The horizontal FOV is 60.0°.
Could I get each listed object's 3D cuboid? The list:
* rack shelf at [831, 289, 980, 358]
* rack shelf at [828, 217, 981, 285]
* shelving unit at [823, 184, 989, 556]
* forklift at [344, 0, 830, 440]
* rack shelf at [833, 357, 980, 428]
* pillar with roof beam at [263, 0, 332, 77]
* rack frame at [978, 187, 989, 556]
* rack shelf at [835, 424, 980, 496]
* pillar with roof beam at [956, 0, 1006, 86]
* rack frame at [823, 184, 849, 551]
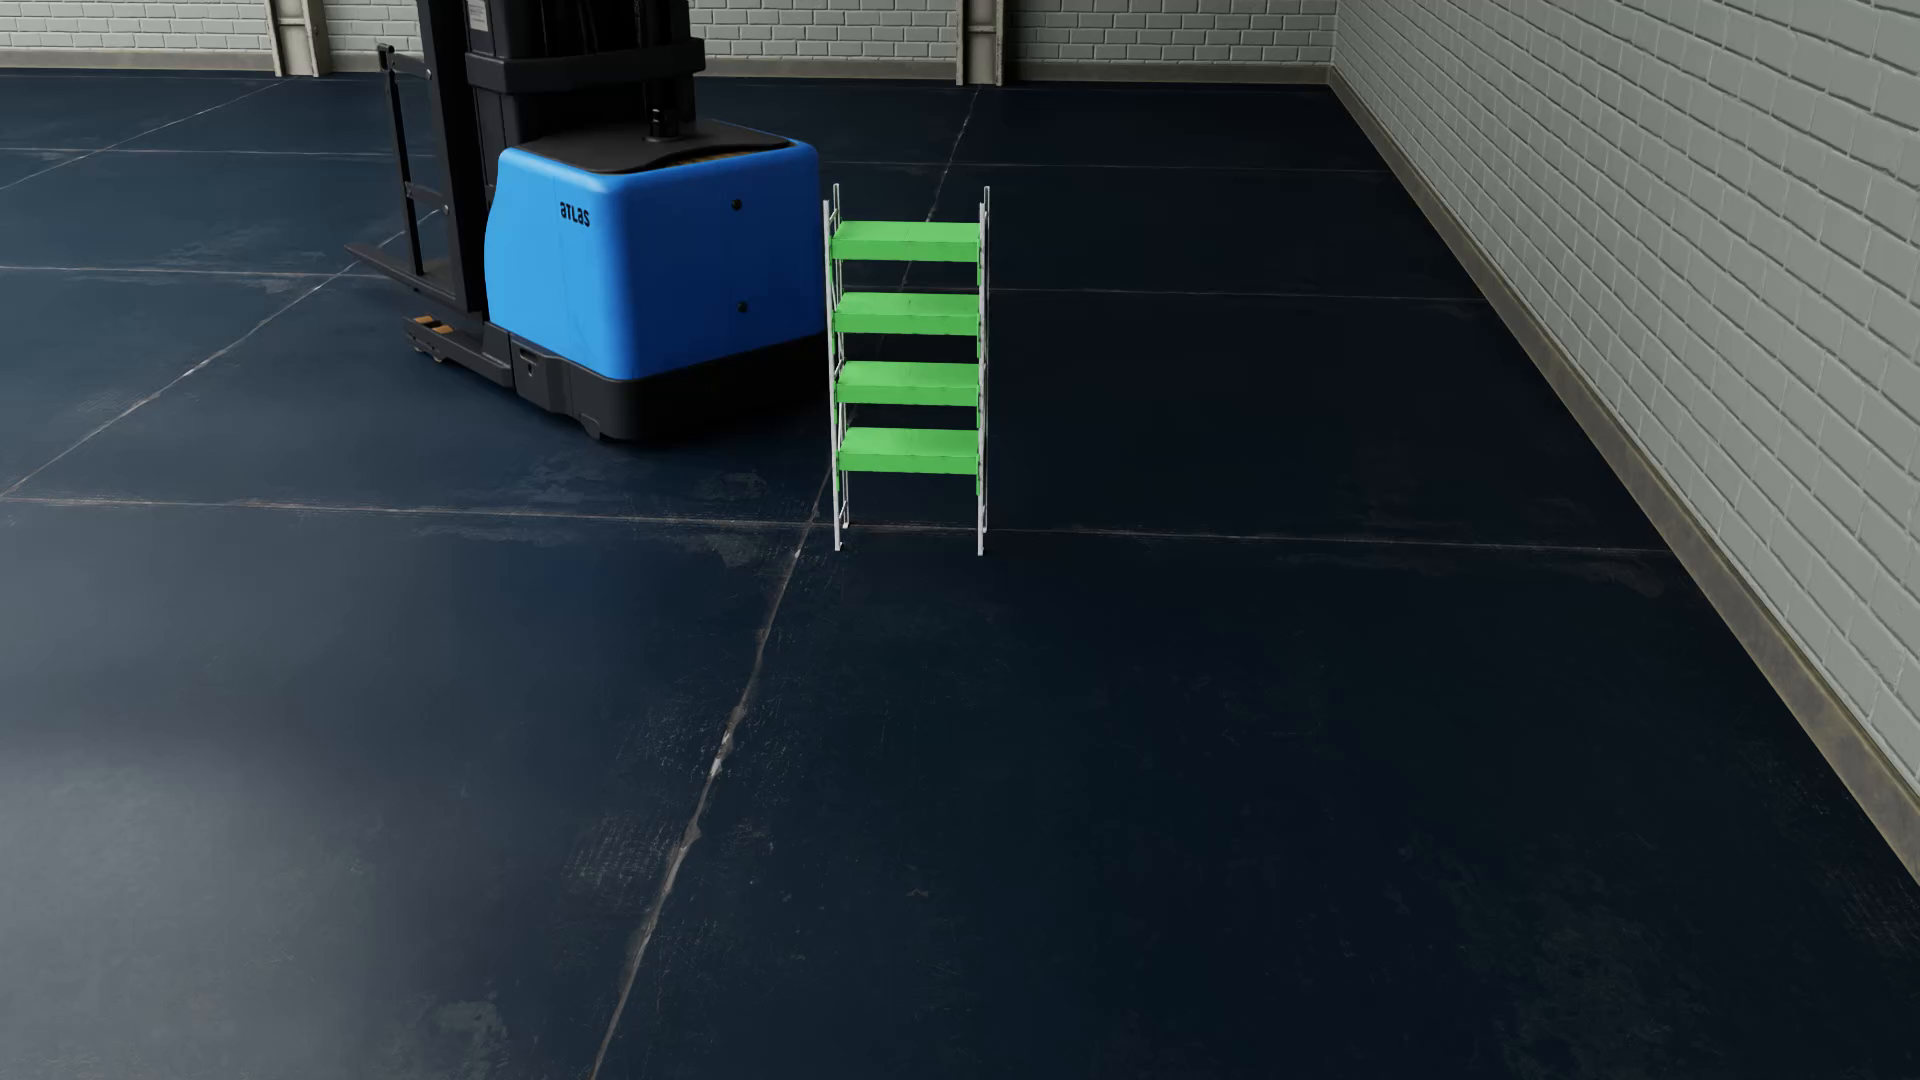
[{"bbox_3d":[-0.165,-0.710,5.437,0.480,0.148,0.258,2,25,4],"label":"rack shelf"},{"bbox_3d":[-0.165,-0.928,5.337,0.480,0.148,0.258,2,25,4],"label":"rack shelf"},{"bbox_3d":[-0.165,-0.550,5.511,0.503,1.200,0.258,2,25,4],"label":"shelving unit"},{"bbox_3d":[-1.895,-2.252,7.138,1.130,2.935,3.031,-20,32,-37],"label":"forklift"},{"bbox_3d":[-0.165,-0.492,5.537,0.480,0.148,0.258,2,25,4],"label":"rack shelf"},{"bbox_3d":[-6.133,-6.426,8.950,0.400,9.000,9.100,2,25,4],"label":"pillar with roof beam"},{"bbox_3d":[0.078,-0.543,5.494,0.015,1.200,0.240,2,25,4],"label":"rack frame"},{"bbox_3d":[-0.165,-0.274,5.638,0.480,0.148,0.258,2,25,4],"label":"rack shelf"},{"bbox_3d":[-0.151,-6.234,8.533,0.400,9.000,9.100,2,25,4],"label":"pillar with roof beam"},{"bbox_3d":[-0.408,-0.558,5.528,0.015,1.200,0.240,2,25,4],"label":"rack frame"}]
